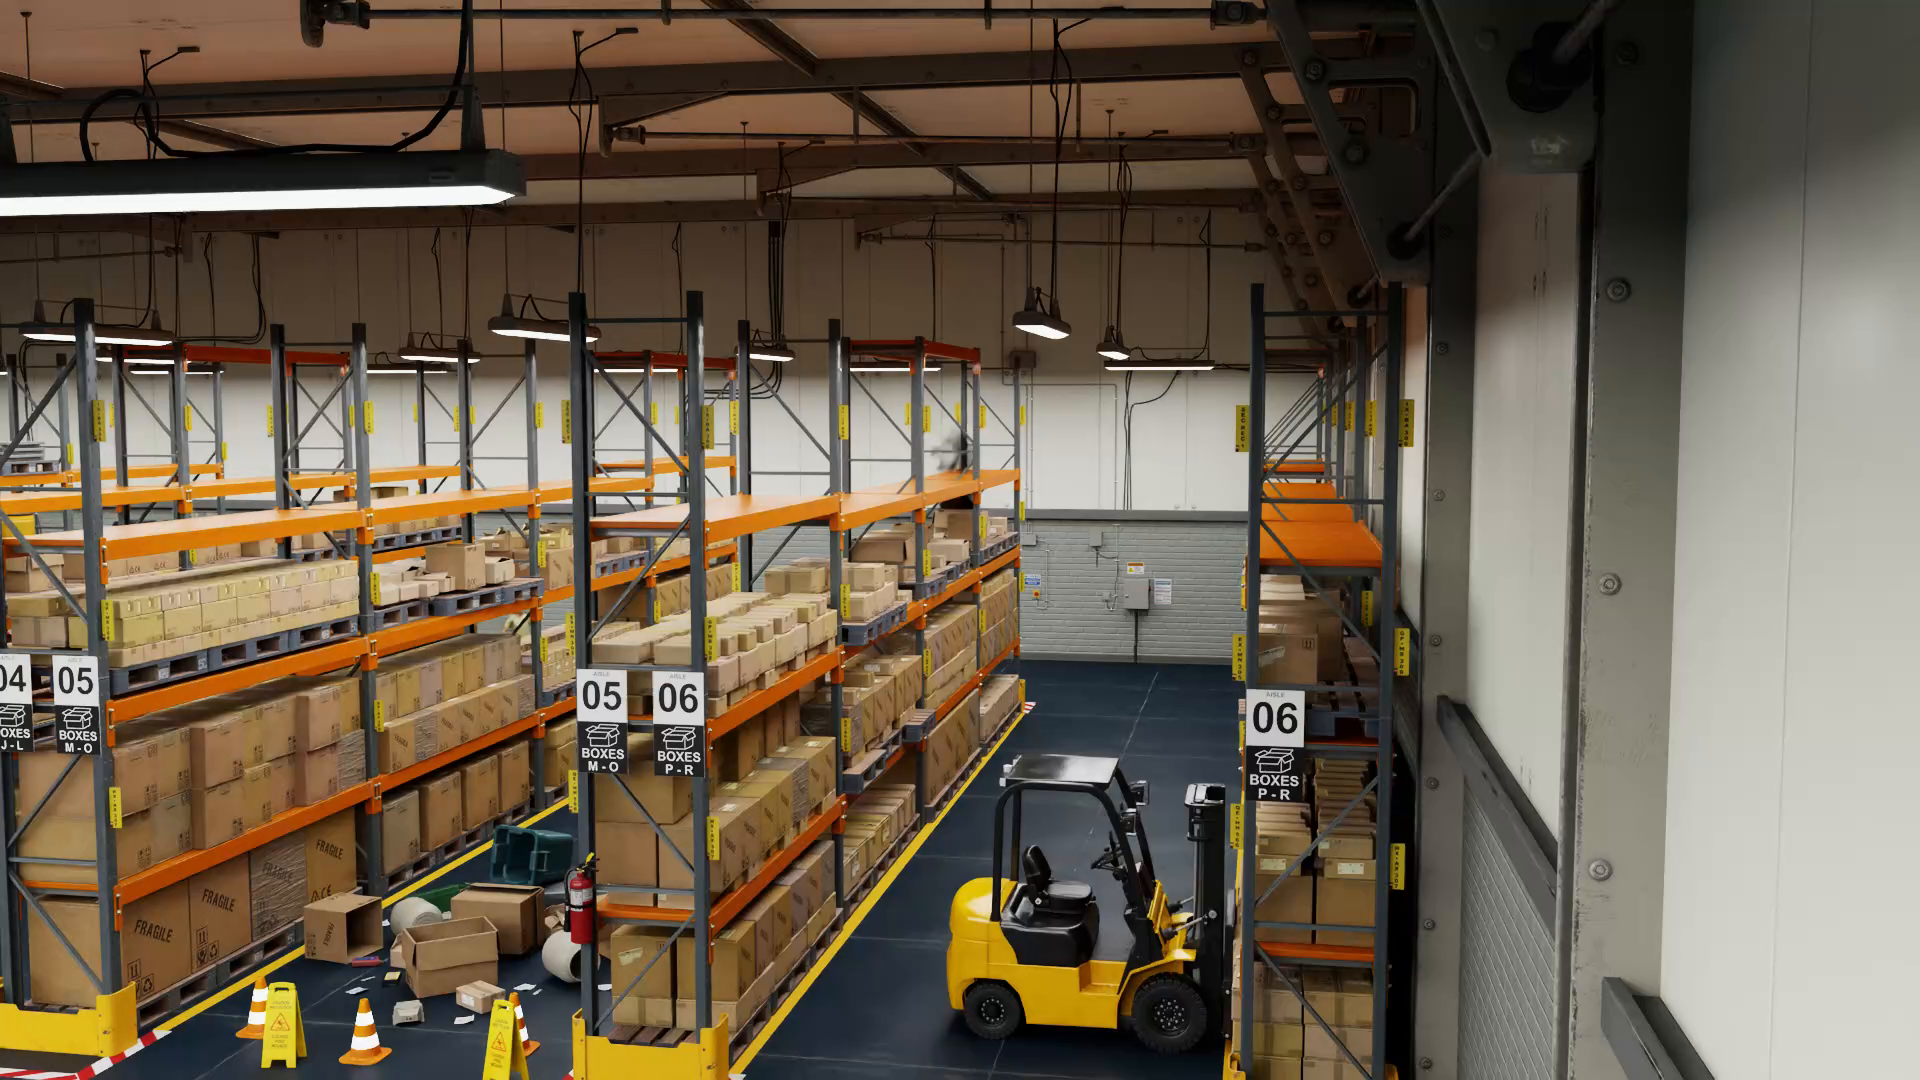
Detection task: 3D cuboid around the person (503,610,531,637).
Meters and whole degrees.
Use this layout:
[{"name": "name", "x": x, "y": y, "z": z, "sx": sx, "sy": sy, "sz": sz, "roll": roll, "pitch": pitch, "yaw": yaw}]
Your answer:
[{"name": "person", "x": -7.963, "y": 1.922, "z": 30.413, "sx": 0.633, "sy": 1.616, "sz": 0.532, "roll": -4, "pitch": 6, "yaw": -41}]
